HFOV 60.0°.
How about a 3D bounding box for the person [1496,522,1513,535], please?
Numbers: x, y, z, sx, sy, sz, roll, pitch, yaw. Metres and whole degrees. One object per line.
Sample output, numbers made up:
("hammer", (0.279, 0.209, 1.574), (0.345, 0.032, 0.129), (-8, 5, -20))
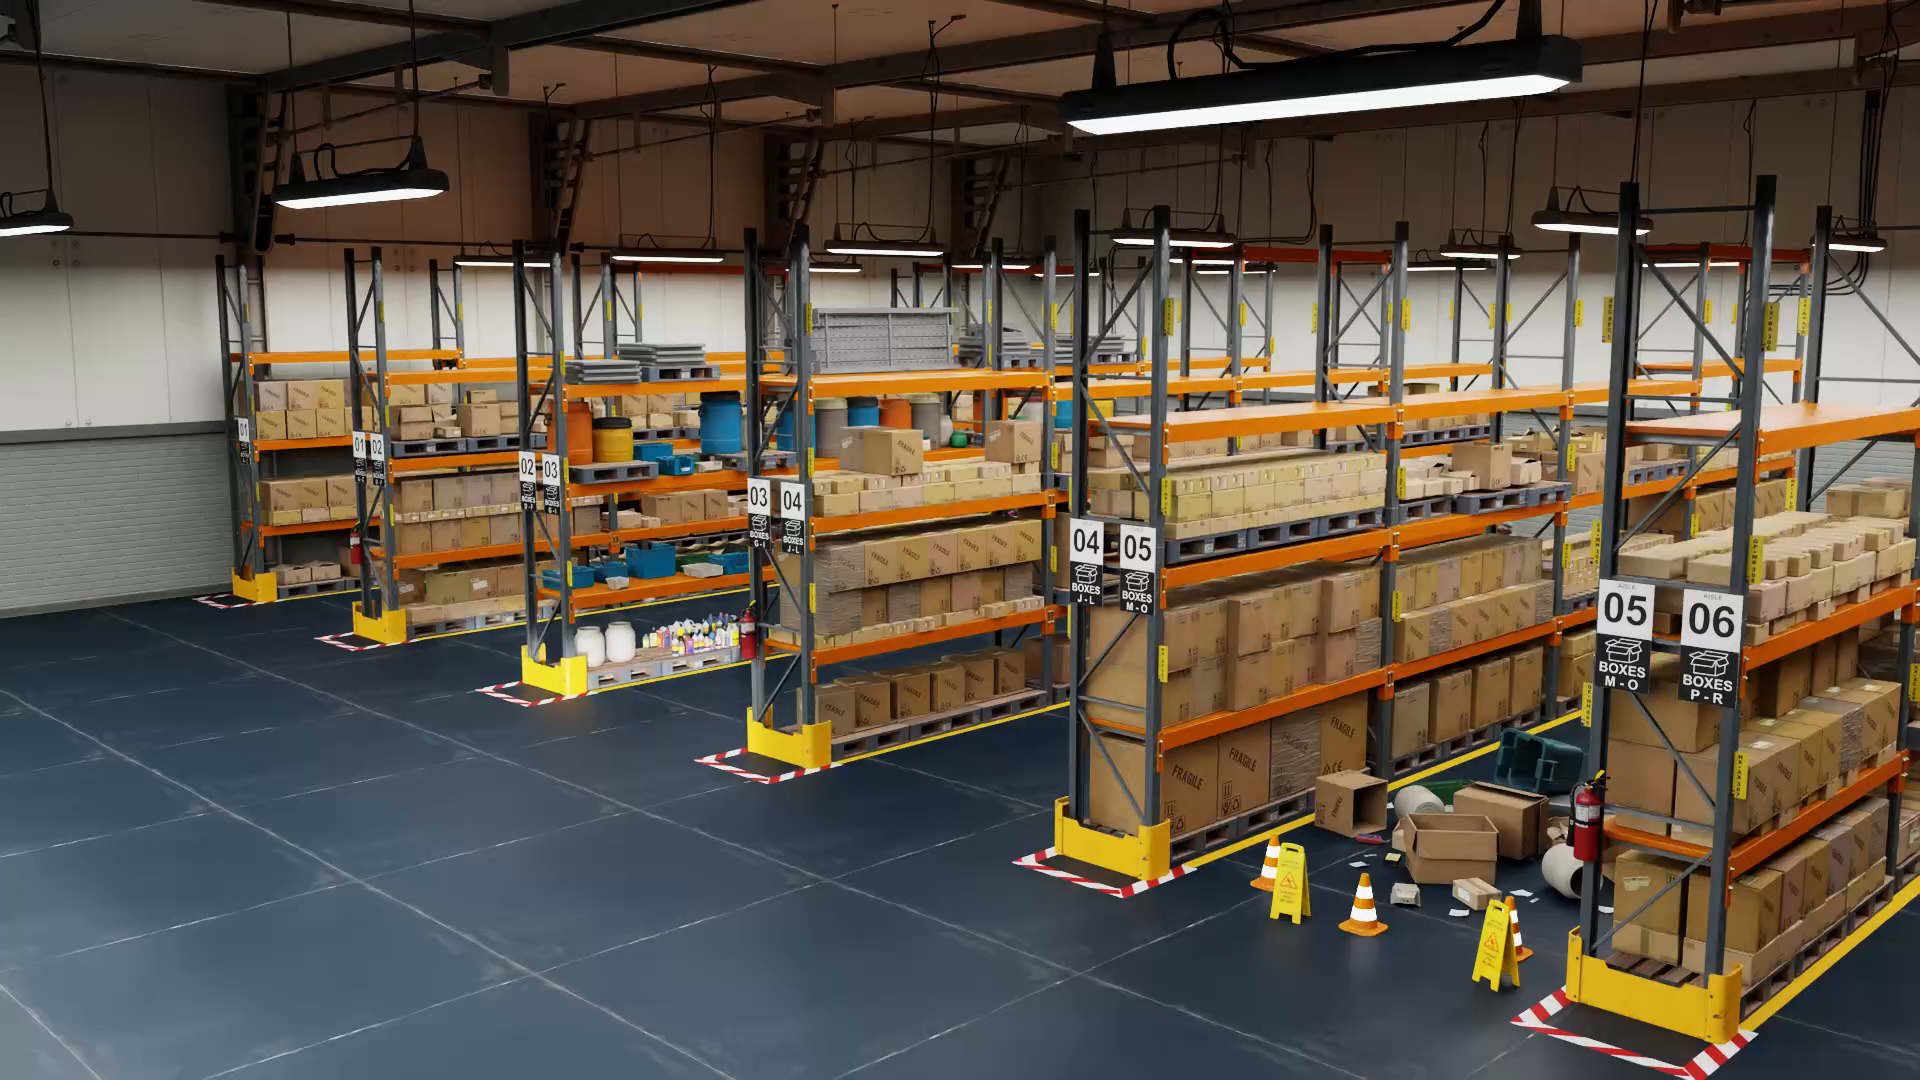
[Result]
("person", (8.846, 0.509, 26.938), (0.550, 1.632, 1.006), (8, 11, 43))

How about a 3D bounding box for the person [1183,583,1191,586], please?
("person", (2.945, 1.322, 21.187), (0.529, 1.731, 0.439), (-3, 9, -21))

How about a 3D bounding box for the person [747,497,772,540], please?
("person", (-4.255, -0.583, 35.107), (0.389, 1.556, 0.823), (6, 10, 38))
